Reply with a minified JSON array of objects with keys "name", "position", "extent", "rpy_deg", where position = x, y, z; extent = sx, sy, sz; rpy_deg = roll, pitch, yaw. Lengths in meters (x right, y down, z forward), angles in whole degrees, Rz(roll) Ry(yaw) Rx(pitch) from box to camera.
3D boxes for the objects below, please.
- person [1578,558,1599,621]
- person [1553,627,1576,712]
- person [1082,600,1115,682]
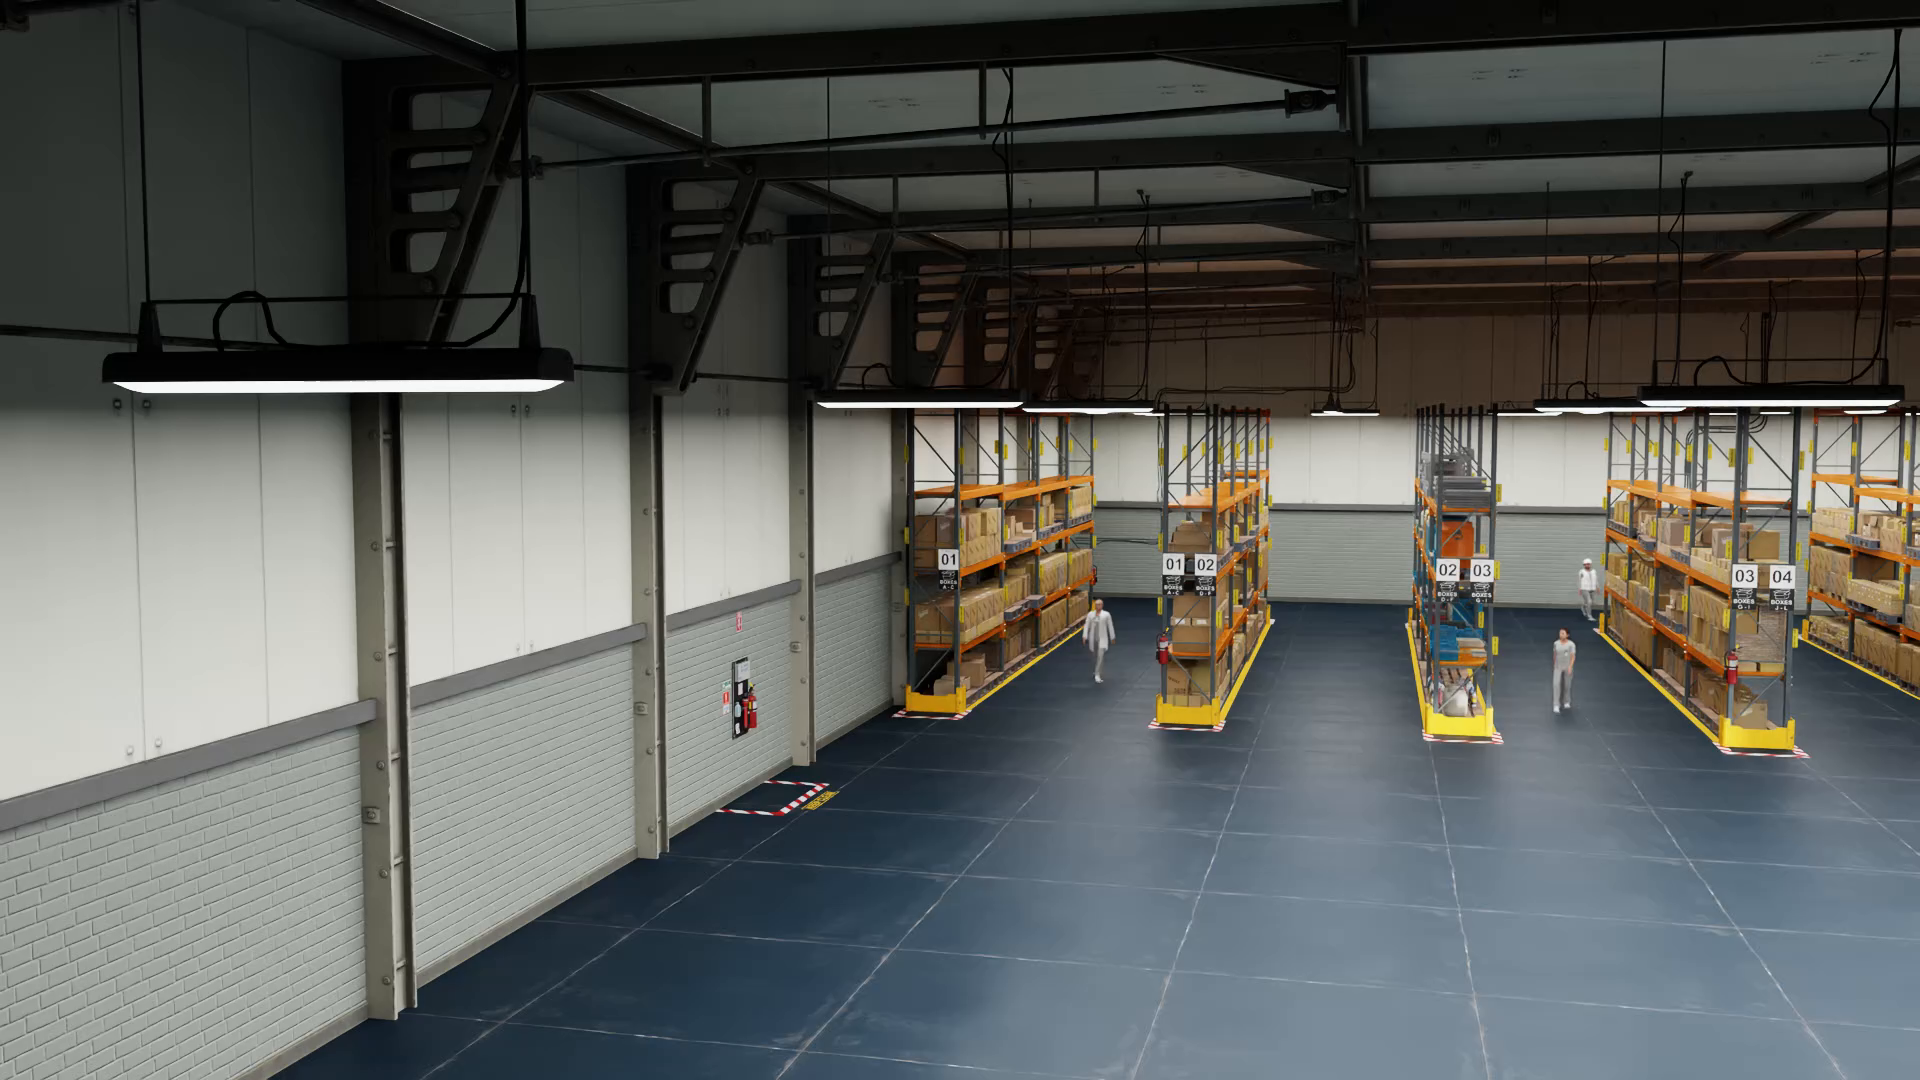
[{"name":"person","position":[17.835,1.401,47.251],"extent":[0.537,1.763,0.768],"rpy_deg":[-1,4,-16]},{"name":"person","position":[11.823,2.535,32.548],"extent":[0.430,1.584,0.986],"rpy_deg":[2,5,25]},{"name":"person","position":[3.026,2.177,36.513],"extent":[0.633,1.726,1.101],"rpy_deg":[2,5,23]}]
